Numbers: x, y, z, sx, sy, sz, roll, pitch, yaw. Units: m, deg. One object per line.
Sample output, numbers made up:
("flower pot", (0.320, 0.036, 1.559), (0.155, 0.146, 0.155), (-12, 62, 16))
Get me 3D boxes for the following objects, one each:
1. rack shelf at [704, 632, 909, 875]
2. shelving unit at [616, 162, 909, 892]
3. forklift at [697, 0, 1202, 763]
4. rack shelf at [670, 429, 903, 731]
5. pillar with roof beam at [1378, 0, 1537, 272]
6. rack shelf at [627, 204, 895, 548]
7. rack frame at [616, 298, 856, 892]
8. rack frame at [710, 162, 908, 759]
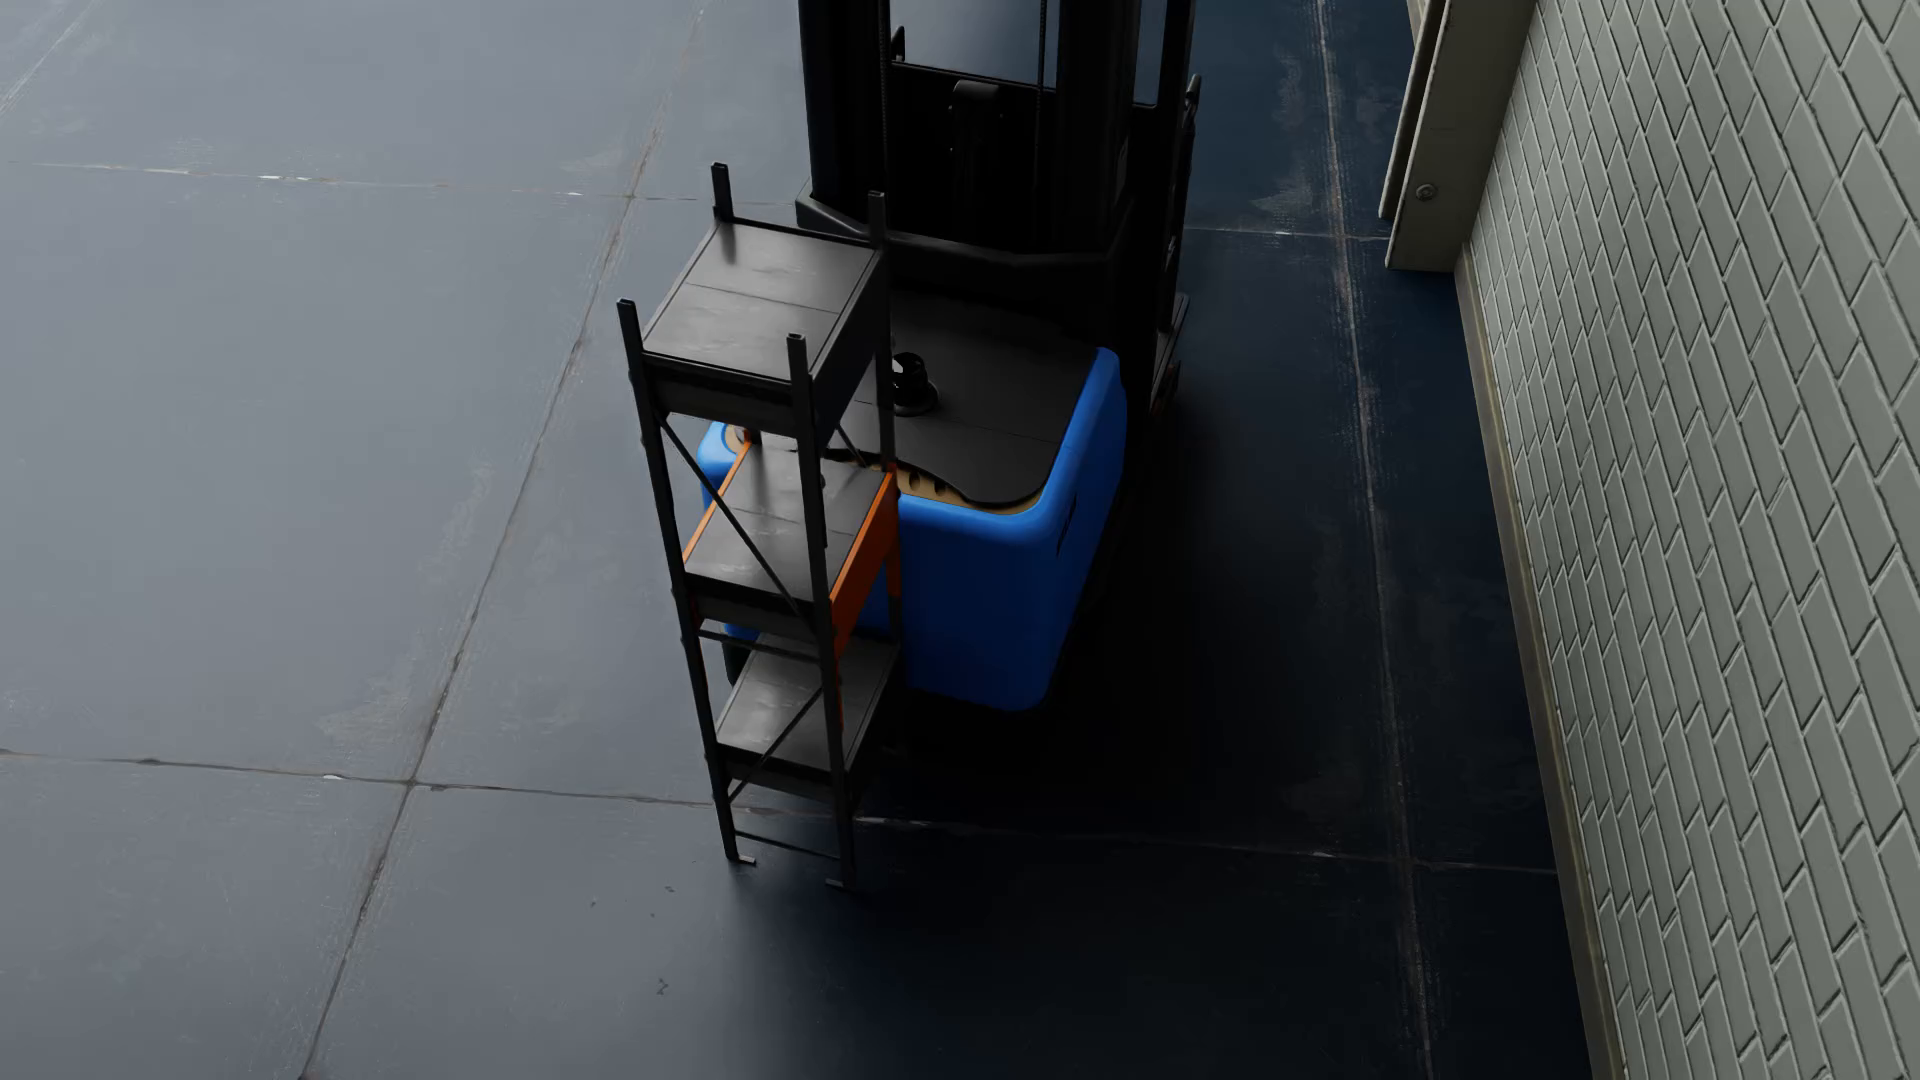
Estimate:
("rack shelf", (-0.425, 0.573, 4.769), (0.431, 0.518, 0.480), (13, 49, 11))
("shelving unit", (-0.426, 0.093, 4.241), (0.431, 2.100, 0.503), (13, 49, 11))
("forklift", (0.185, -1.428, 5.070), (1.130, 2.935, 3.031), (13, 49, 12))
("rack shelf", (-0.426, 0.102, 4.251), (0.431, 0.518, 0.480), (13, 49, 11))
("pillar with roof beam", (-2.383, -4.566, 3.828), (9.100, 9.000, 0.400), (4, 48, 4))
("rack shelf", (-0.426, -0.369, 3.733), (0.431, 0.518, 0.480), (13, 49, 11))
("rack frame", (-0.497, 0.266, 4.084), (0.400, 2.100, 0.015), (13, 49, 11))
("rack frame", (-0.354, -0.080, 4.398), (0.400, 2.100, 0.015), (13, 49, 11))
